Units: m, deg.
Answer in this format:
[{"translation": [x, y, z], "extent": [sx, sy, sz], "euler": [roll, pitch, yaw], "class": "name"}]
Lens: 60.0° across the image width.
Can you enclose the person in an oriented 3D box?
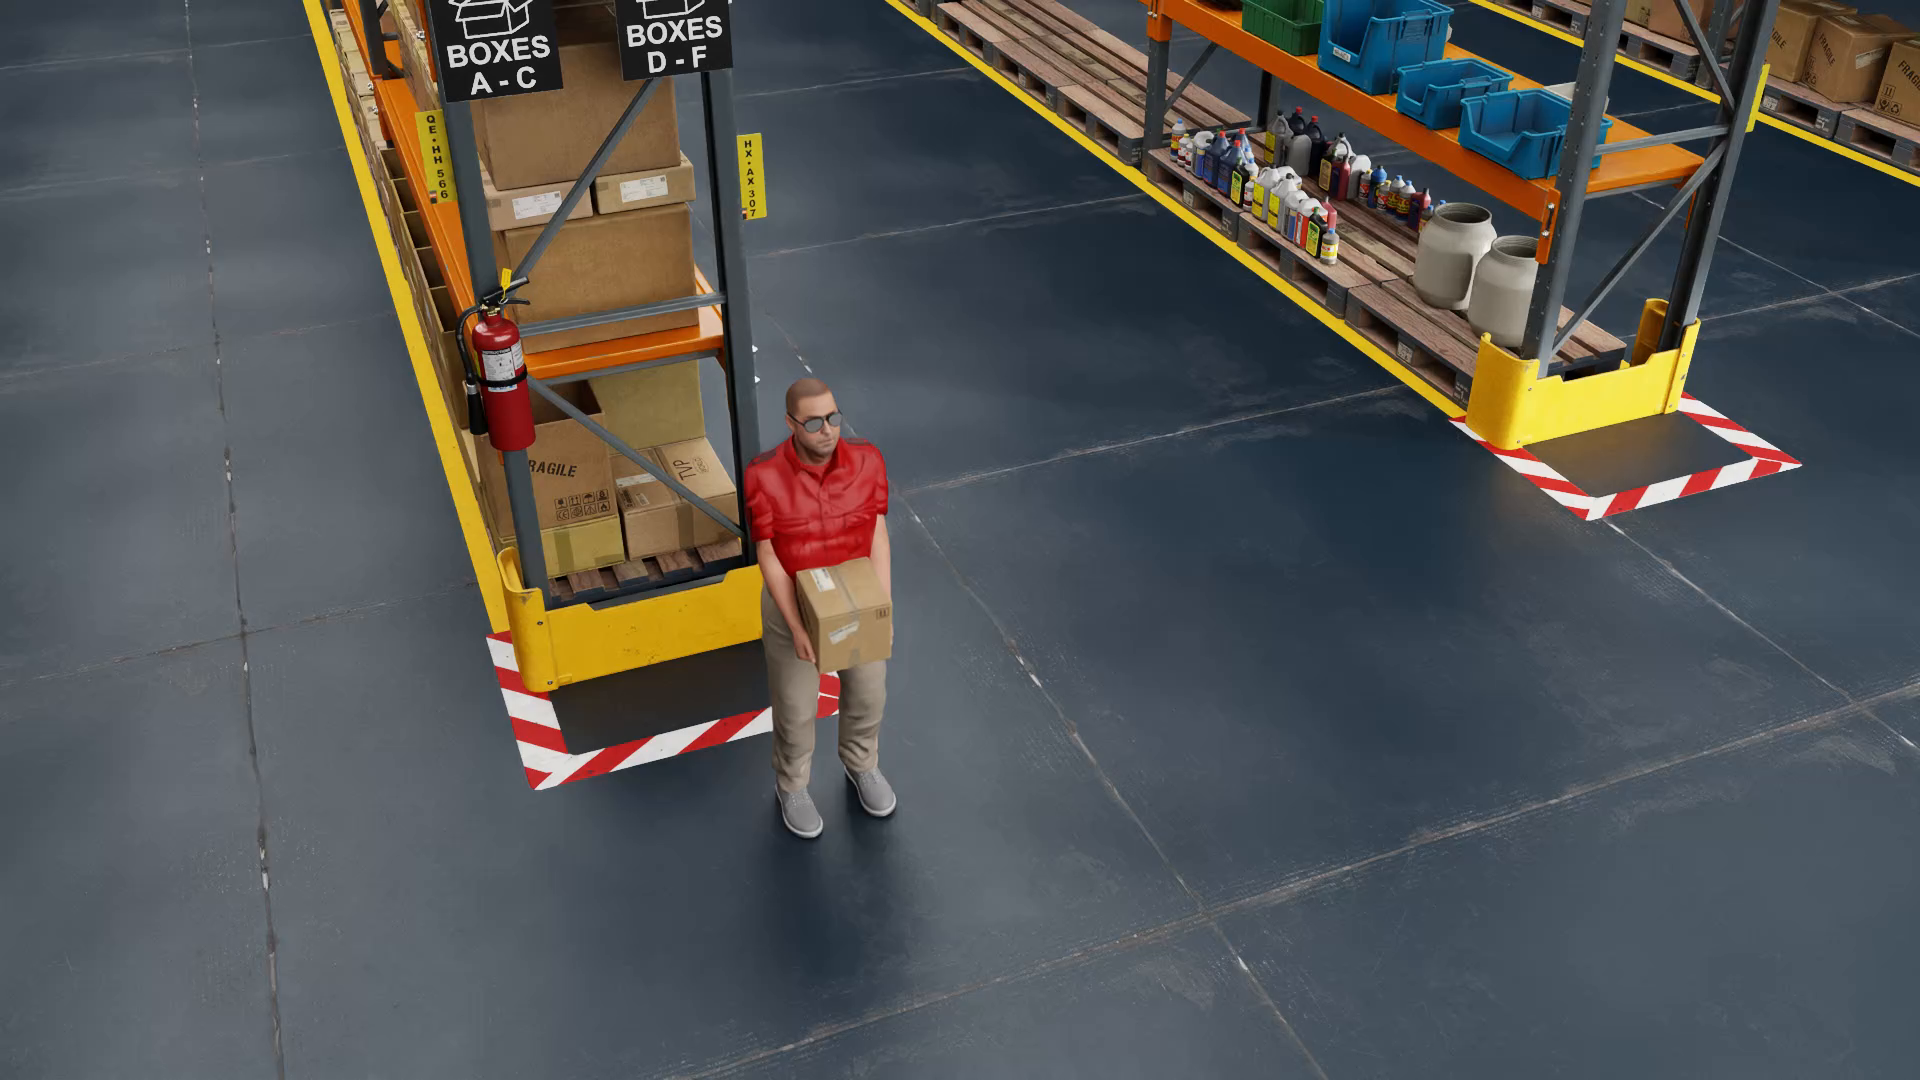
[{"translation": [-0.436, 0.286, 5.730], "extent": [0.494, 1.714, 0.530], "euler": [-12, 35, -18], "class": "person"}]
